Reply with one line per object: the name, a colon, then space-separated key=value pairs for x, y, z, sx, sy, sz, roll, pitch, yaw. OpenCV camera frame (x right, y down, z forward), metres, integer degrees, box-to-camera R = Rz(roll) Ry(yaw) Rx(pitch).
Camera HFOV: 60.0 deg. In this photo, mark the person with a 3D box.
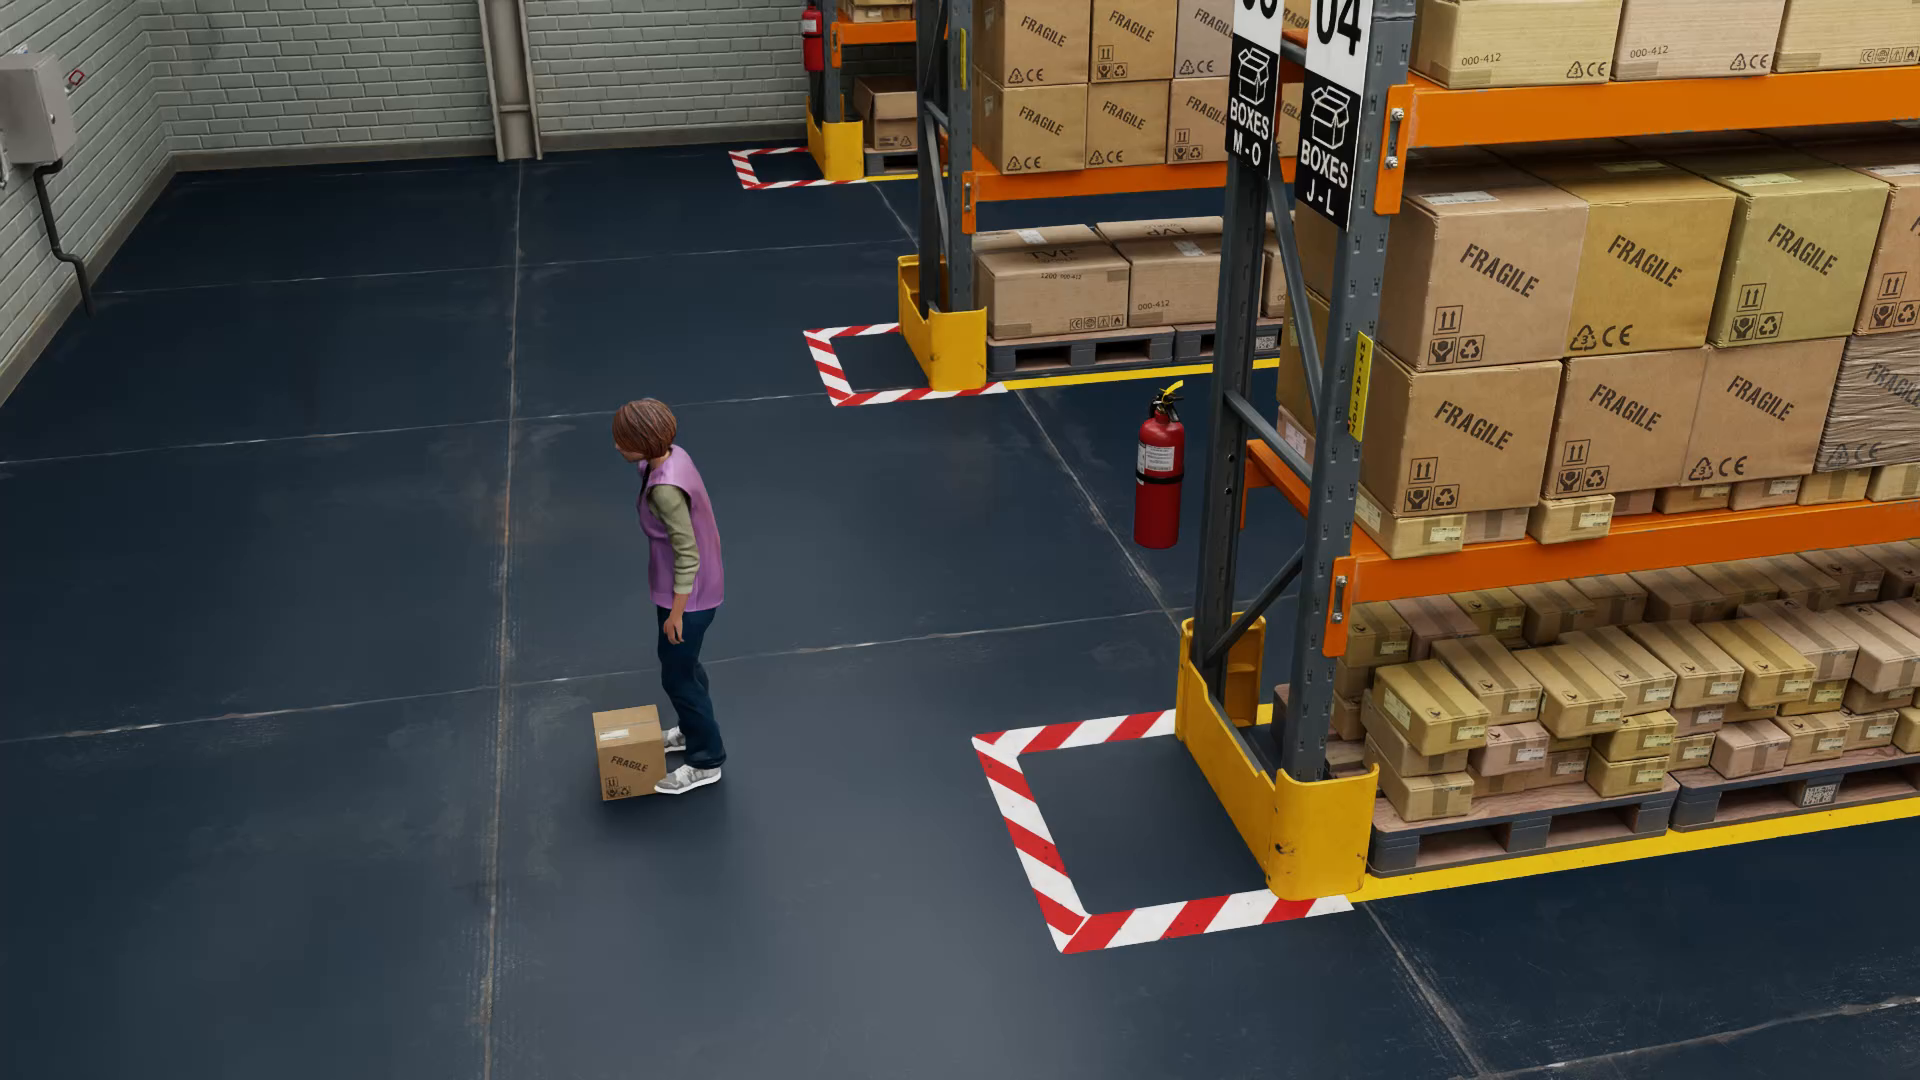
person: x=-1.062 y=0.204 z=6.233 sx=0.350 sy=1.591 sz=0.470 roll=-6 pitch=28 yaw=-12
